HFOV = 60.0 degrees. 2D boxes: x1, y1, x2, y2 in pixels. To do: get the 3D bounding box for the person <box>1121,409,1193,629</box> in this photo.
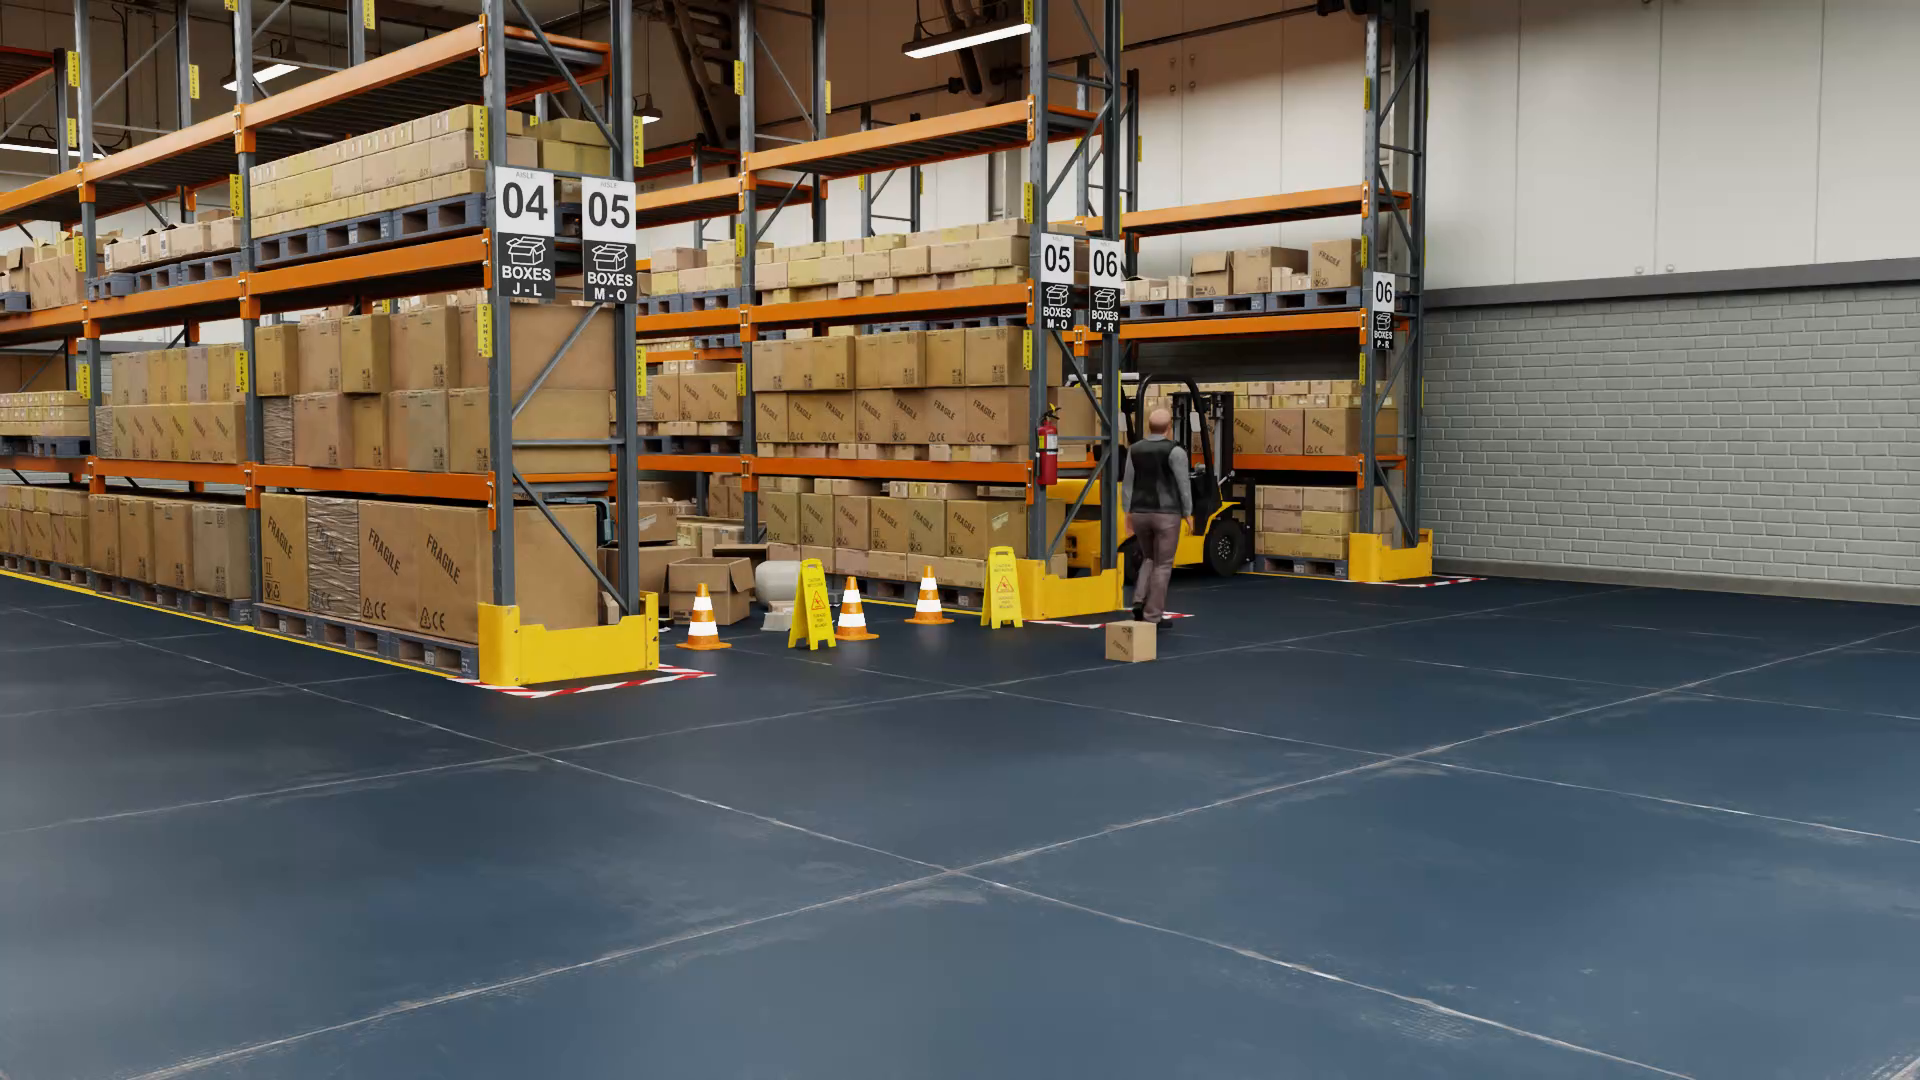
[{"bbox_3d":[1.562,-0.146,13.021,0.546,1.755,0.483,3,5,39],"label":"person"}]
